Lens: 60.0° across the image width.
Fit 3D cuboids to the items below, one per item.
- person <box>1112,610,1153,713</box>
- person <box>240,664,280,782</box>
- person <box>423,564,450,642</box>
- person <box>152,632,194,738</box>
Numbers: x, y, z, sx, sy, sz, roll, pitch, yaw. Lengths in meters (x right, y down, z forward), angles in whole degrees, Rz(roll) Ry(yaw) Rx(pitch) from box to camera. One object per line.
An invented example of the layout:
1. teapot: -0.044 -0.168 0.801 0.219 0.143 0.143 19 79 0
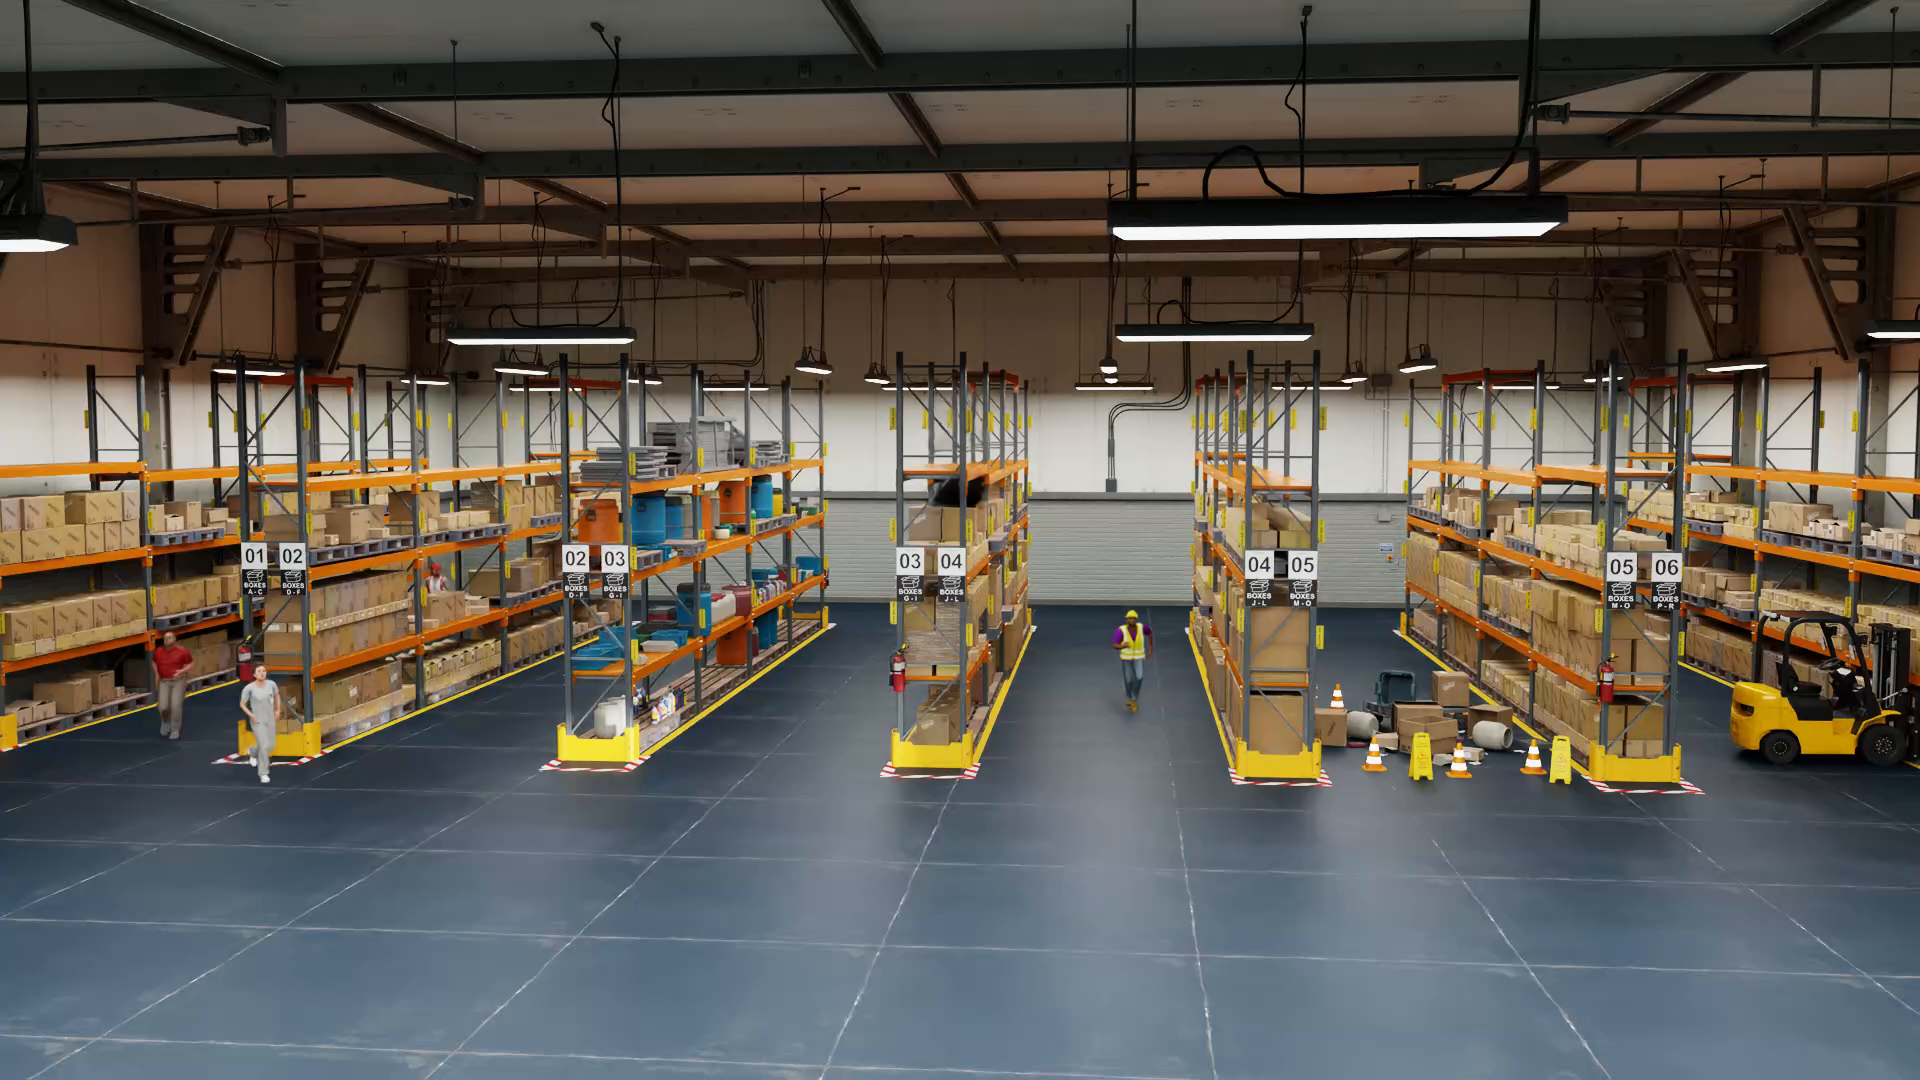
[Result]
1. person: 2.992 2.082 28.772 0.731 1.765 0.816 0 4 0
2. person: -9.815 2.537 23.301 0.654 1.656 0.579 4 6 44
3. person: -11.929 1.428 37.839 0.634 1.771 0.674 -1 4 -7
4. person: -12.445 2.292 26.248 0.645 1.694 0.608 -1 4 -12
